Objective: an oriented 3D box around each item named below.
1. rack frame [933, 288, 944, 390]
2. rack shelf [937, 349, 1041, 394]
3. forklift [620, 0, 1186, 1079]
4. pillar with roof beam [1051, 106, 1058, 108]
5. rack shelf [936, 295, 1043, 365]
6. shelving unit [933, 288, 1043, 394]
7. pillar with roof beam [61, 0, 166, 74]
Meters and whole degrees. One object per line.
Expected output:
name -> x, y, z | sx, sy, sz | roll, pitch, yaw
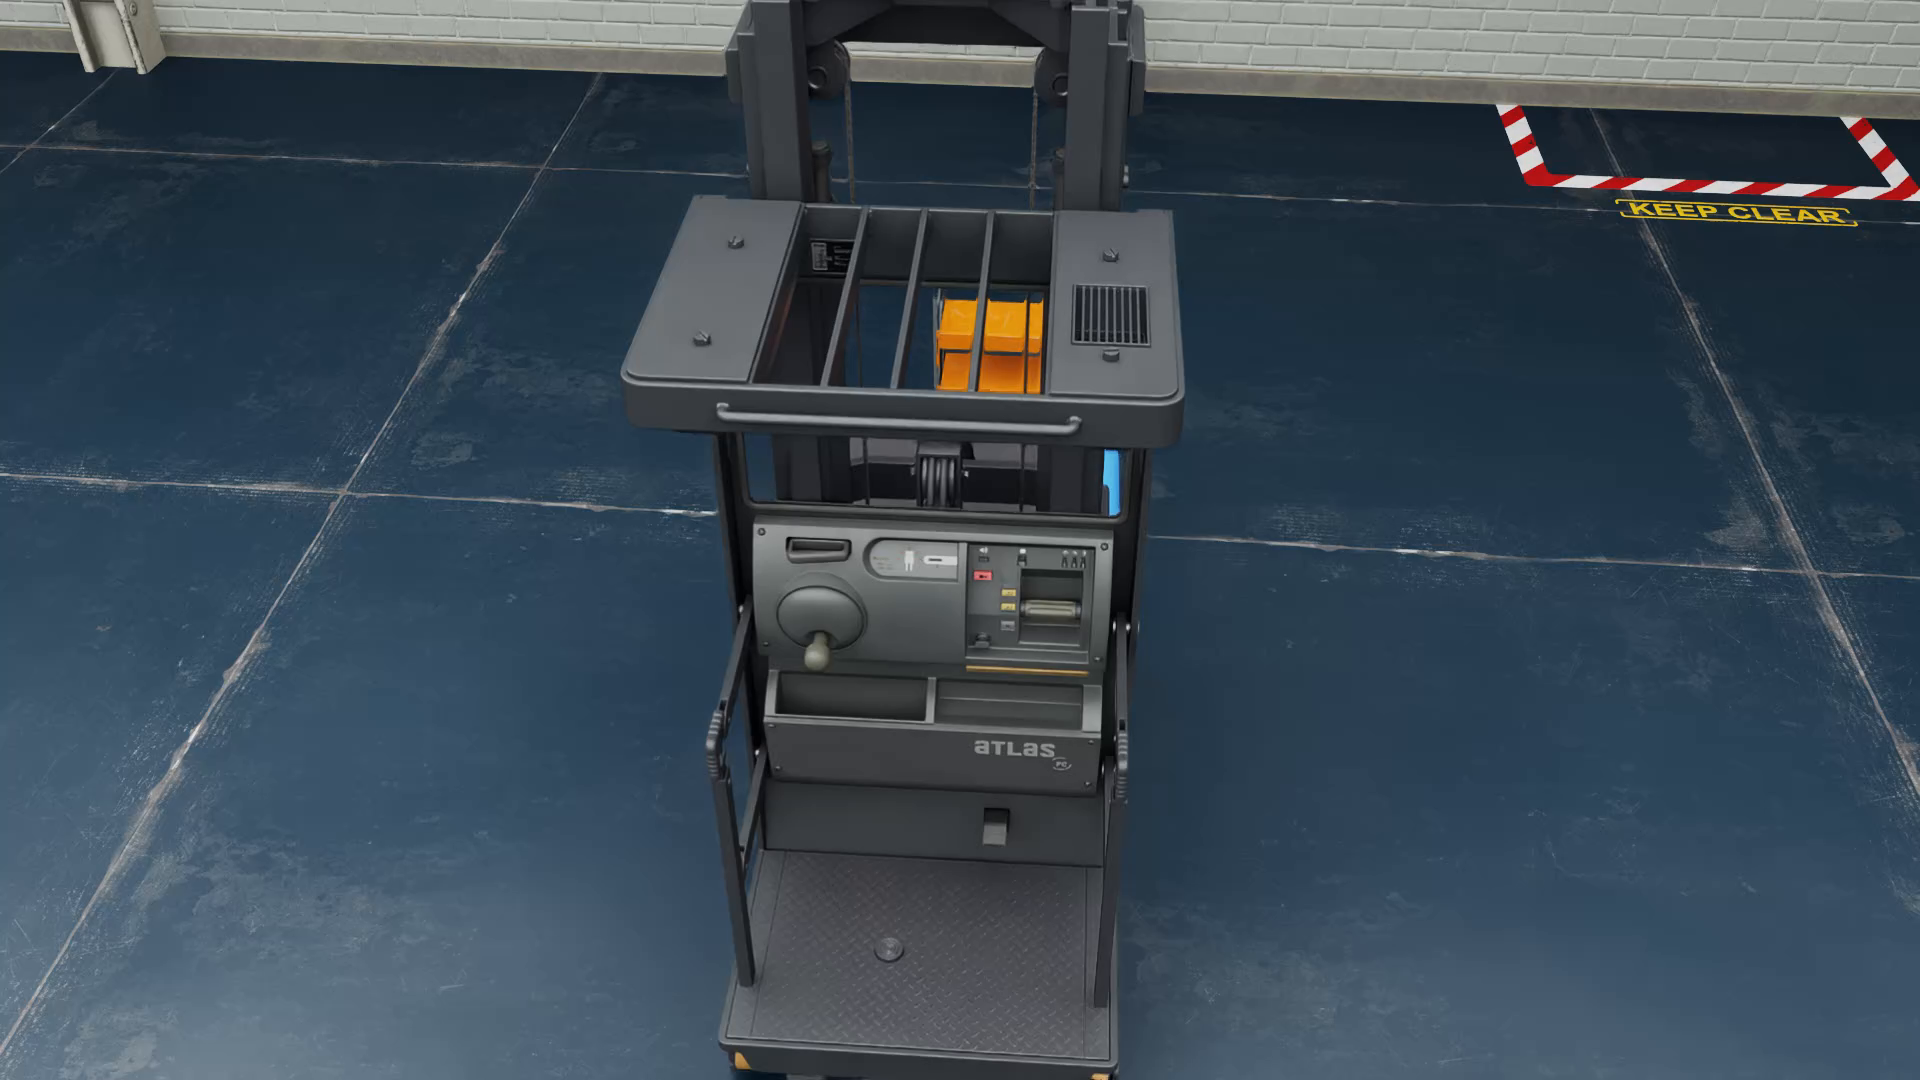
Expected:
rack frame -> -0.078, -0.470, 6.376 | 0.015, 1.200, 0.240 | 3, 39, 4
rack shelf -> 0.165, -0.578, 6.261 | 0.480, 0.148, 0.258 | 3, 39, 4
forklift -> -0.086, 0.228, 4.148 | 1.130, 2.935, 3.031 | 2, 39, 3
pillar with roof beam -> 0.385, -3.448, 3.858 | 0.400, 9.000, 9.100 | 3, 39, 4
rack shelf -> 0.165, -0.761, 6.112 | 0.480, 0.148, 0.258 | 3, 39, 4
shelving unit -> 0.165, -0.456, 6.360 | 0.503, 1.200, 0.258 | 3, 39, 4
pillar with roof beam -> -5.593, -3.775, 4.260 | 0.400, 9.000, 9.100 | 3, 39, 4
